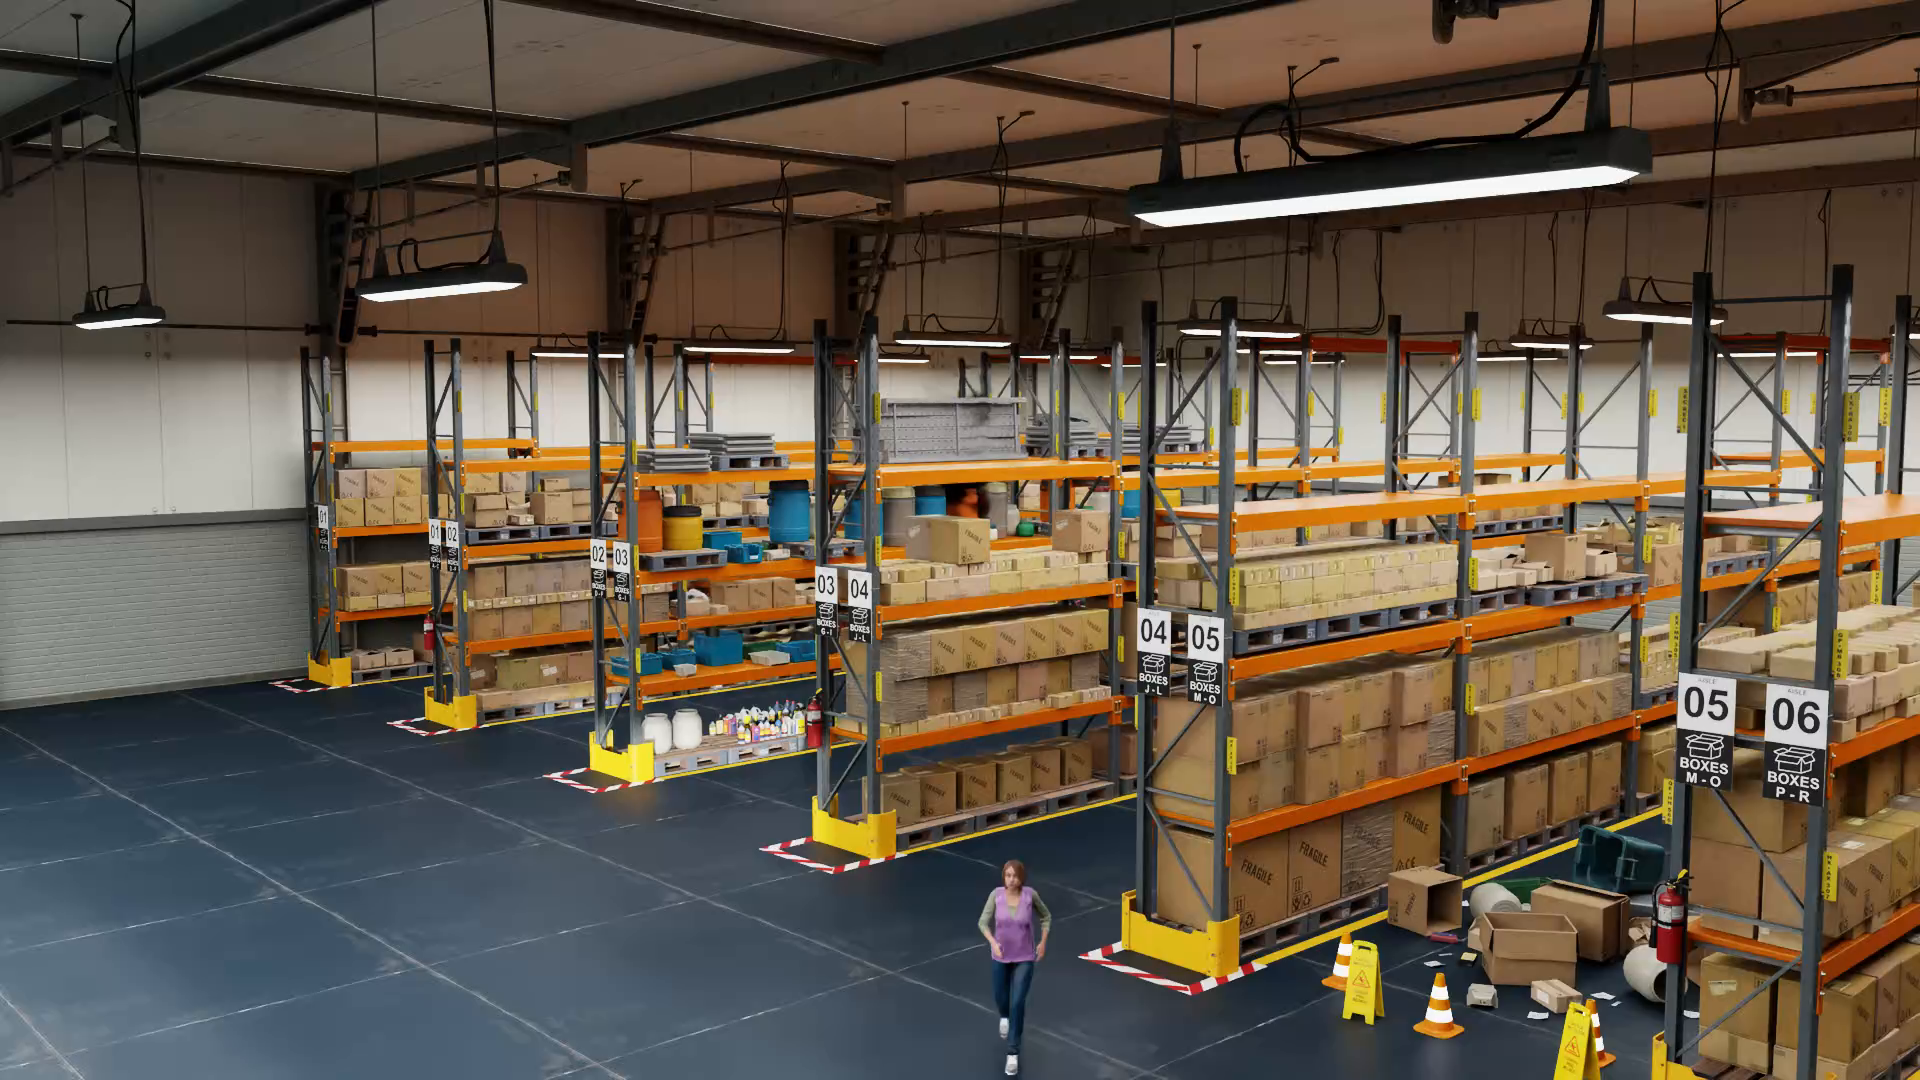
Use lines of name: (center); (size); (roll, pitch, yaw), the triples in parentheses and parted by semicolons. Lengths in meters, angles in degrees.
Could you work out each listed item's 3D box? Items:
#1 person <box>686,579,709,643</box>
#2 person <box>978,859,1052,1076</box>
person: (-5.082, 1.517, 31.070); (0.727, 1.754, 0.621); (-4, 7, -41)
person: (0.425, 3.253, 12.904); (0.566, 1.586, 0.722); (1, 5, 6)
